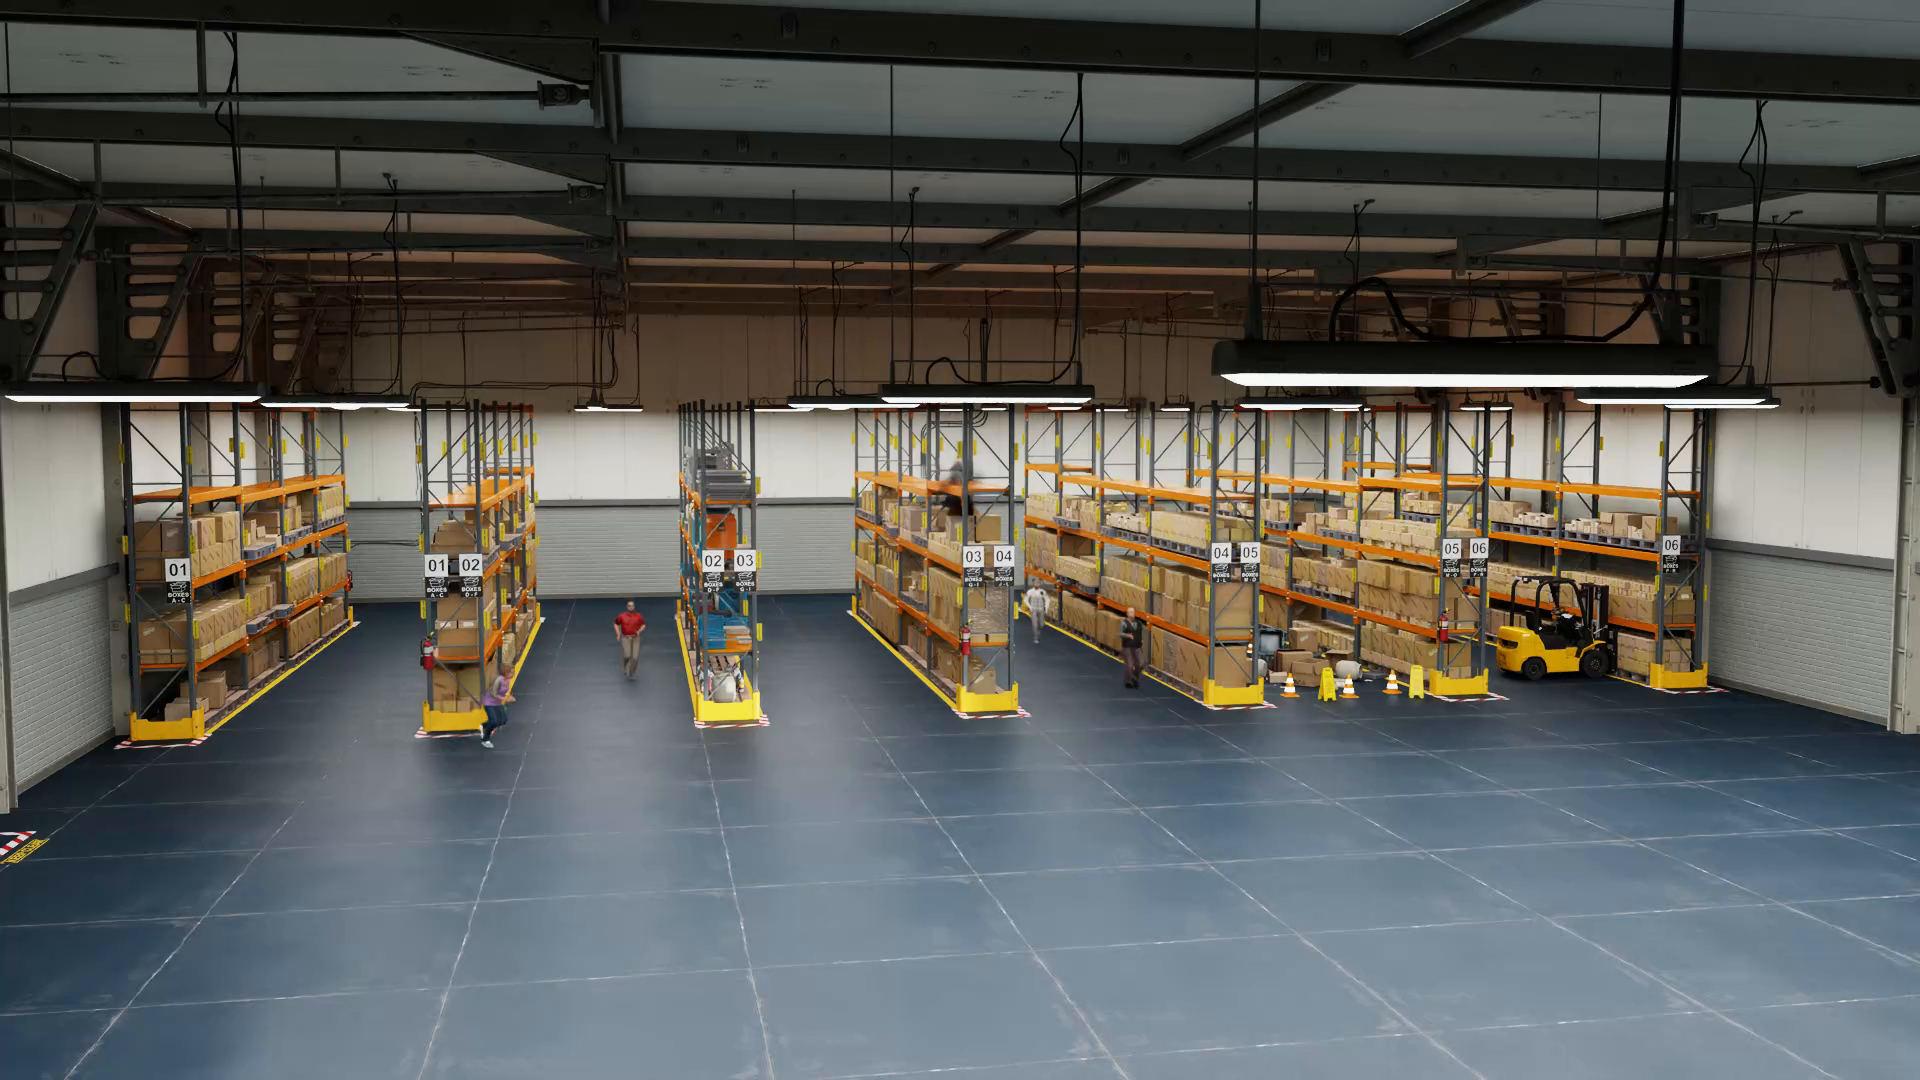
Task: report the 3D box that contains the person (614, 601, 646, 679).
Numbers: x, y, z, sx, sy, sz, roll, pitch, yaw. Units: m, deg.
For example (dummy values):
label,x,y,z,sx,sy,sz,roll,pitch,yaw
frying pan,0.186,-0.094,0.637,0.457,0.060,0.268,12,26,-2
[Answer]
label,x,y,z,sx,sy,sz,roll,pitch,yaw
person,-7.122,2.169,35.980,0.658,1.682,0.591,-1,5,-19

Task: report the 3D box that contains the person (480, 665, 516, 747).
label,x,y,z,sx,sy,sz,roll,pitch,yaw
person,-7.928,2.859,28.645,0.757,1.434,0.560,2,5,20

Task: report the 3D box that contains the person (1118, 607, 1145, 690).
label,x,y,z,sx,sy,sz,roll,pitch,yaw
person,3.608,2.265,34.579,0.642,1.717,0.647,-1,4,-16

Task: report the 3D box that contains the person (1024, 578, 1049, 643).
label,x,y,z,sx,sy,sz,roll,pitch,yaw
person,1.920,1.751,41.707,0.667,1.639,0.585,-1,4,-8
